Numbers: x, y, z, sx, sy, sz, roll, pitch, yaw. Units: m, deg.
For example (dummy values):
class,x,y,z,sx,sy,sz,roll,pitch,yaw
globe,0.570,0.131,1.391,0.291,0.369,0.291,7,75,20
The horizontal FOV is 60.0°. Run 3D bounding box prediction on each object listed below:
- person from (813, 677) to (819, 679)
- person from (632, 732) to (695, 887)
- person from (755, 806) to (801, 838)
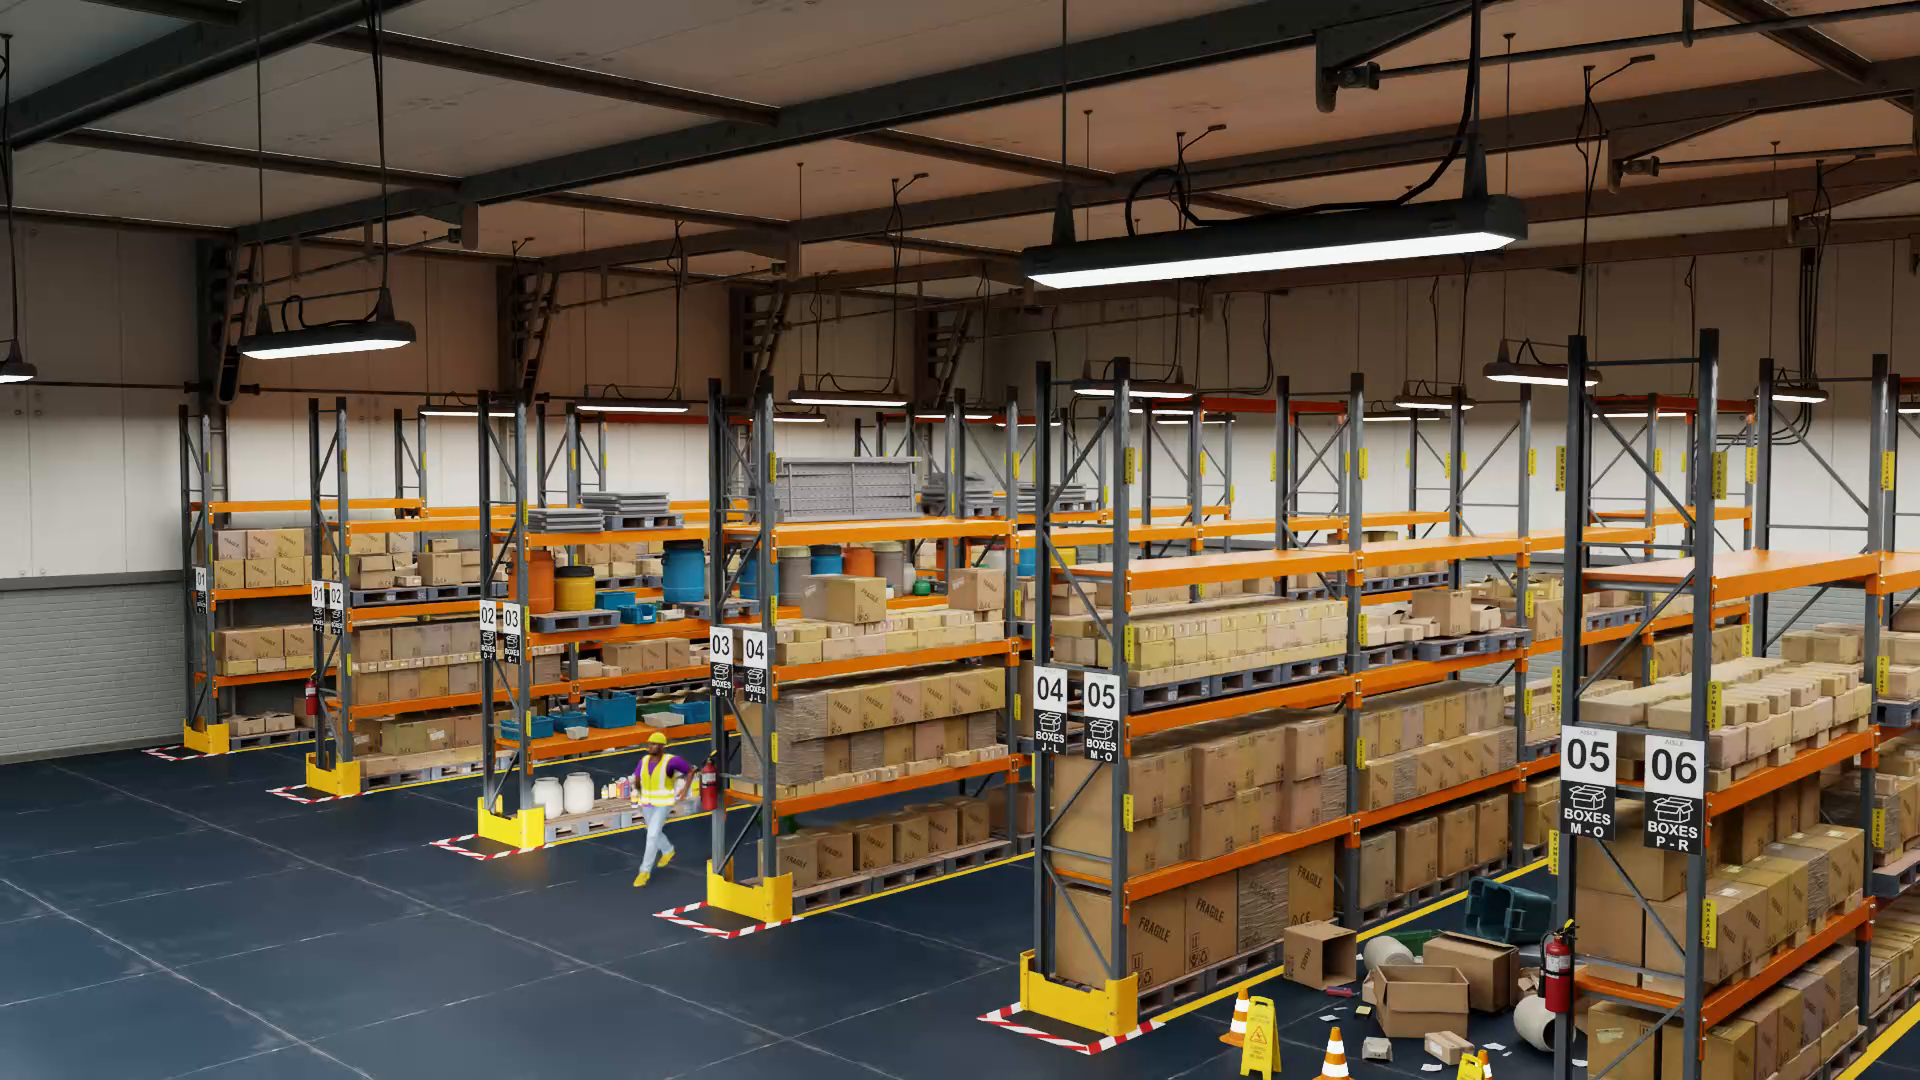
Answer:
class,x,y,z,sx,sy,sz,roll,pitch,yaw
person,-2.478,2.837,28.284,0.774,1.715,0.615,-2,4,-38
person,-3.699,3.209,20.148,0.707,1.742,1.027,2,3,28
person,-2.288,3.171,20.921,0.644,1.829,0.742,3,4,40
